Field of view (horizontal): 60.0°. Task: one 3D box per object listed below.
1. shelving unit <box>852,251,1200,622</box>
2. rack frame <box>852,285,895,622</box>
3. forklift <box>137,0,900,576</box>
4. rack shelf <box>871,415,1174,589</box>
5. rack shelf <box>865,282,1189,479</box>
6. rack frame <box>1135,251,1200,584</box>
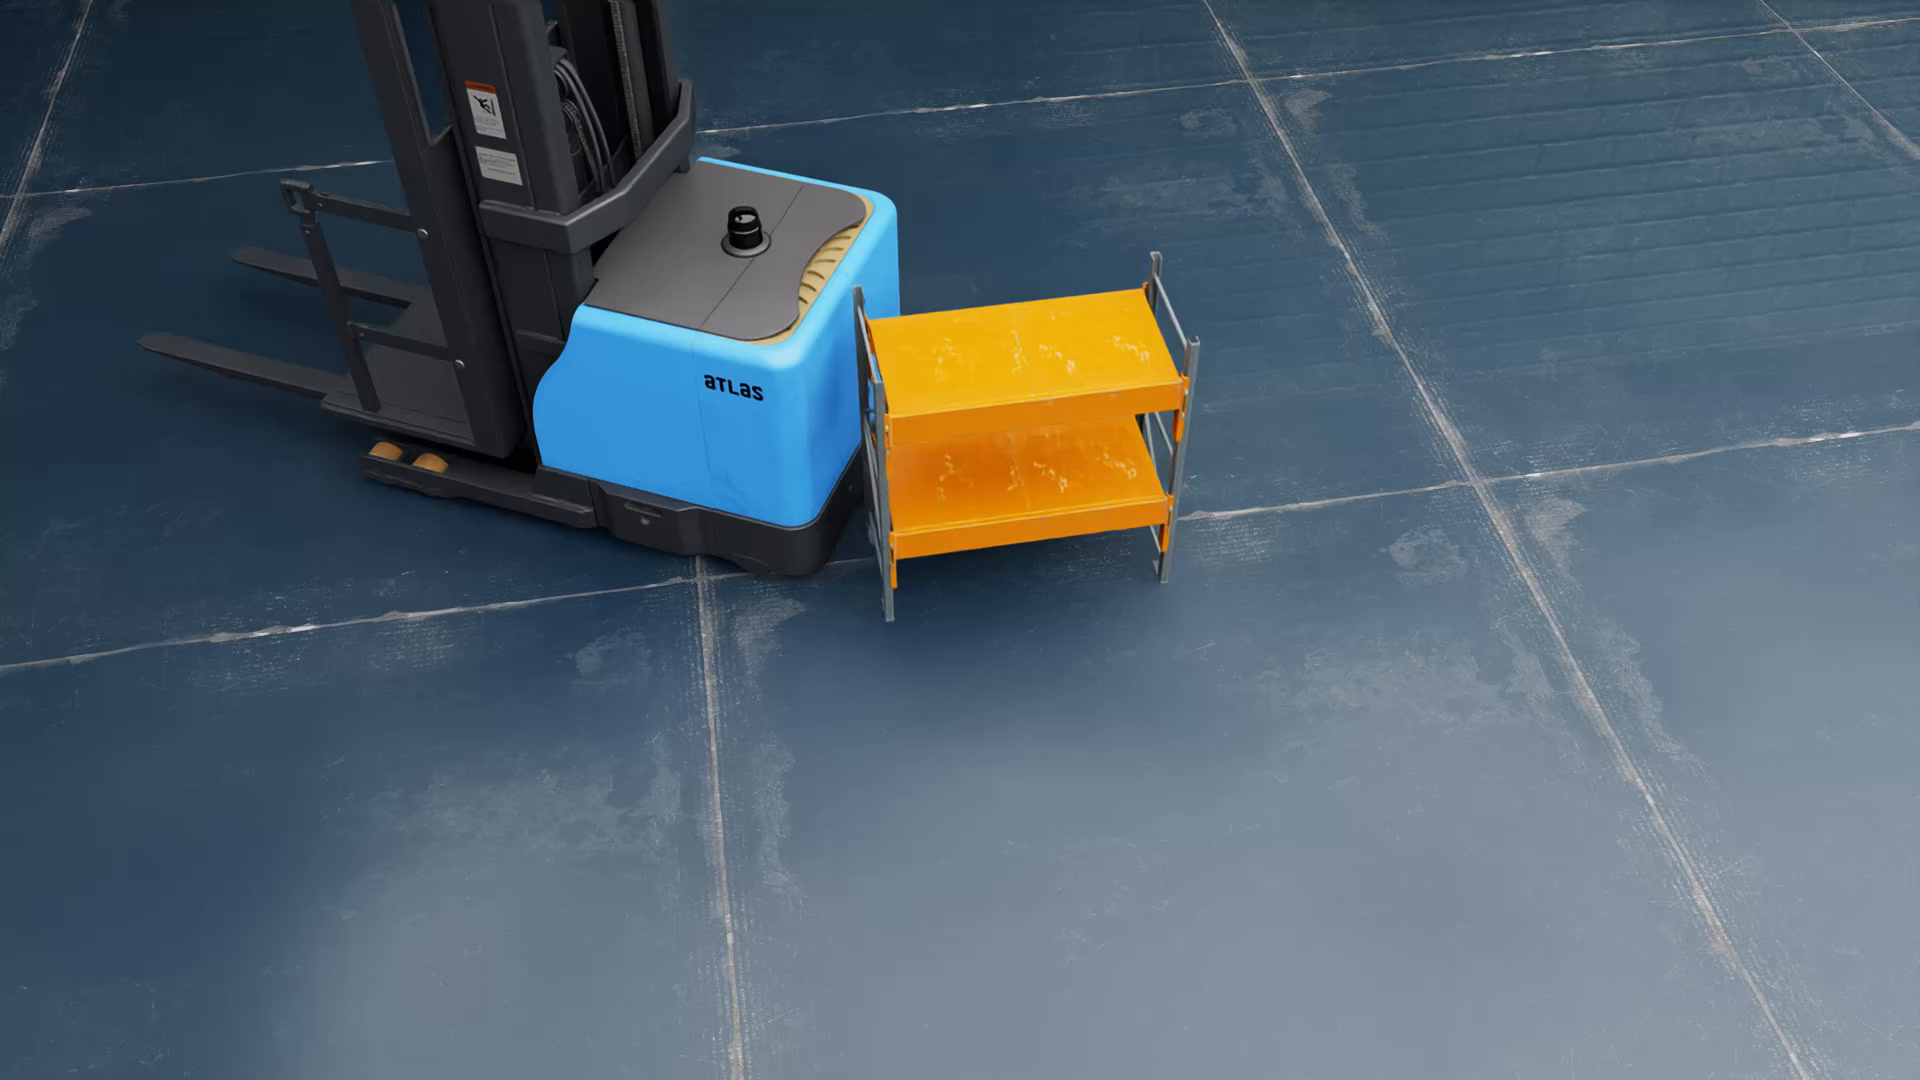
[{"bbox_3d":[0.204,-0.342,5.798,1.048,1.125,0.538,-8,47,-7],"label":"shelving unit"},{"bbox_3d":[-0.296,-0.275,5.734,0.032,1.125,0.500,-8,47,-7],"label":"rack frame"},{"bbox_3d":[-1.786,-1.530,5.689,3.031,2.935,1.130,14,48,13],"label":"forklift"},{"bbox_3d":[0.204,-0.172,5.974,1.000,0.278,0.538,-8,47,-7],"label":"rack shelf"},{"bbox_3d":[0.204,-0.545,5.587,1.000,0.278,0.538,-8,47,-7],"label":"rack shelf"},{"bbox_3d":[0.704,-0.408,5.862,0.032,1.125,0.500,-8,47,-7],"label":"rack frame"}]
